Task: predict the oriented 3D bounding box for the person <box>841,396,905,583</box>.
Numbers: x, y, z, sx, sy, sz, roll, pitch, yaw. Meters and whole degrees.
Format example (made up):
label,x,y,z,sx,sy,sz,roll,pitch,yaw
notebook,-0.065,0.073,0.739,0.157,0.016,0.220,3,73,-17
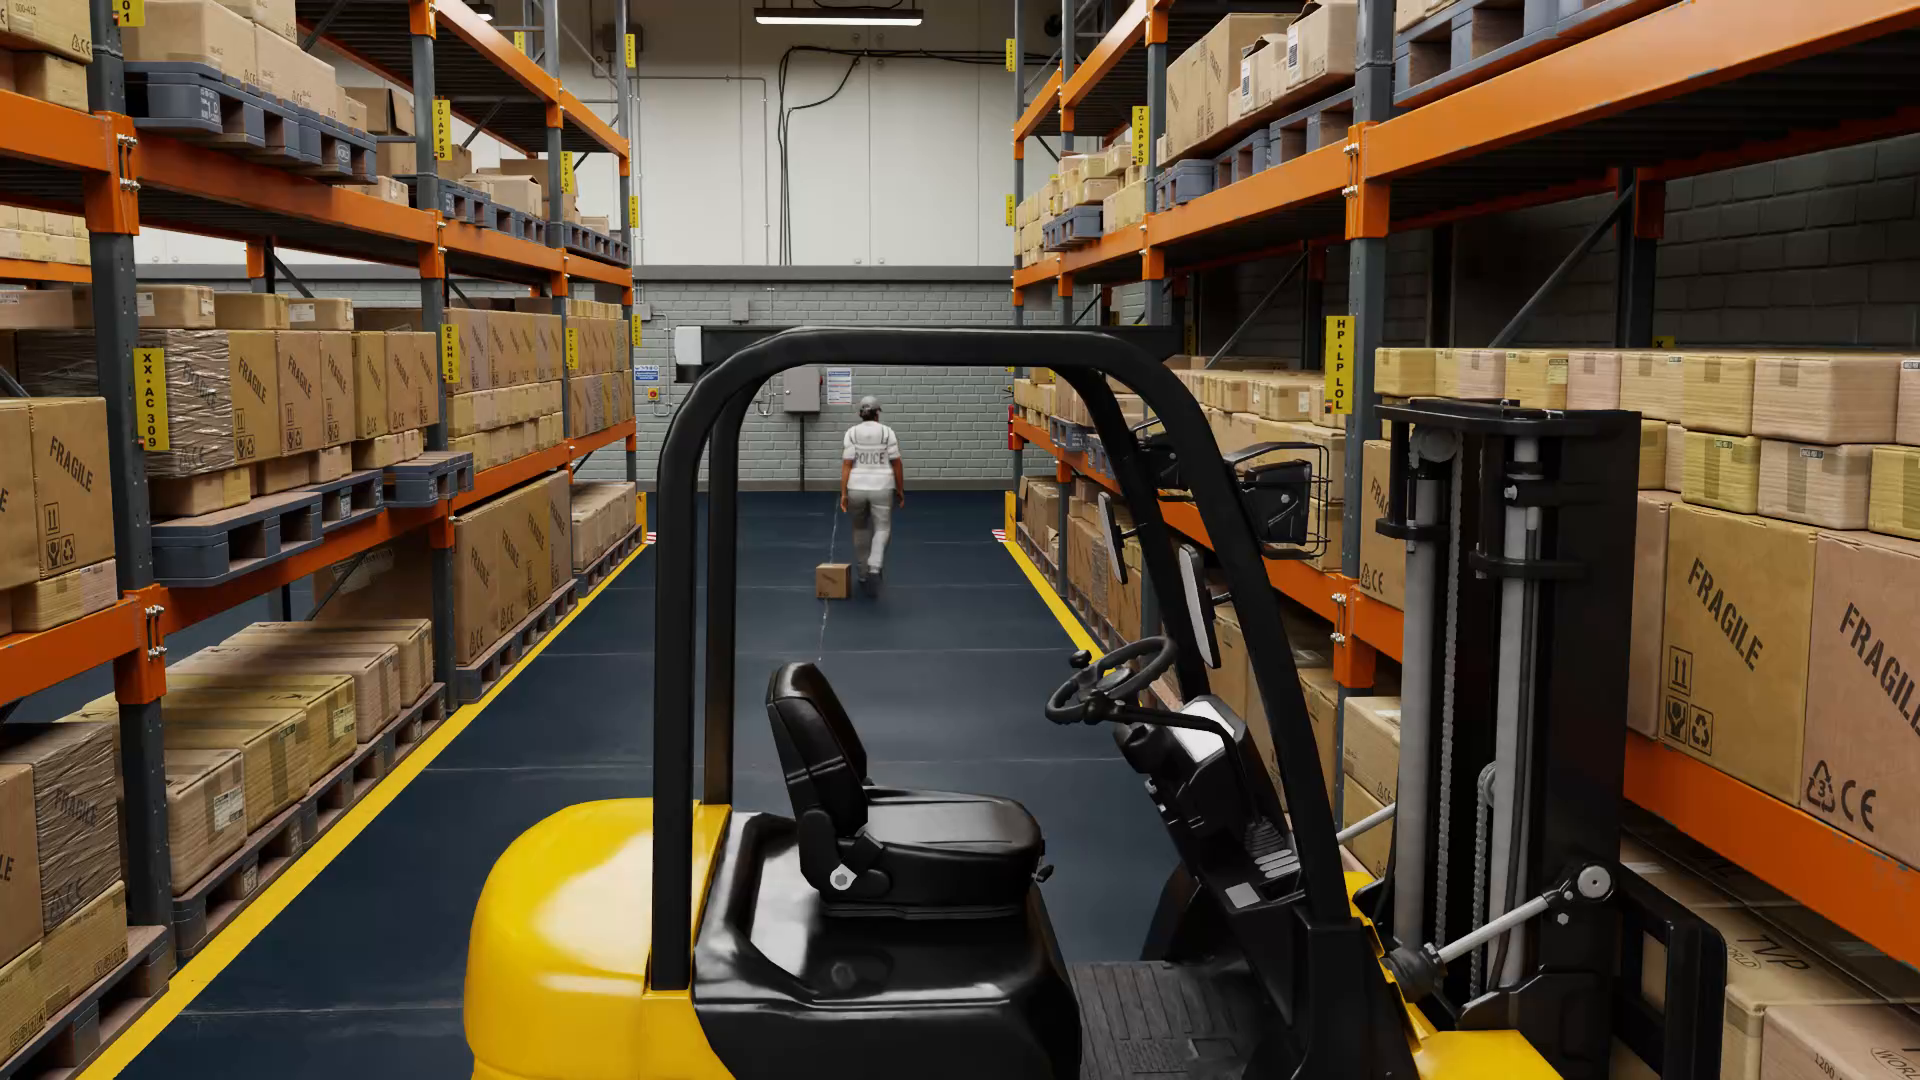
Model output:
label,x,y,z,sx,sy,sz,roll,pitch,yaw
person,-0.742,-0.412,14.117,0.526,1.616,0.972,0,7,3
